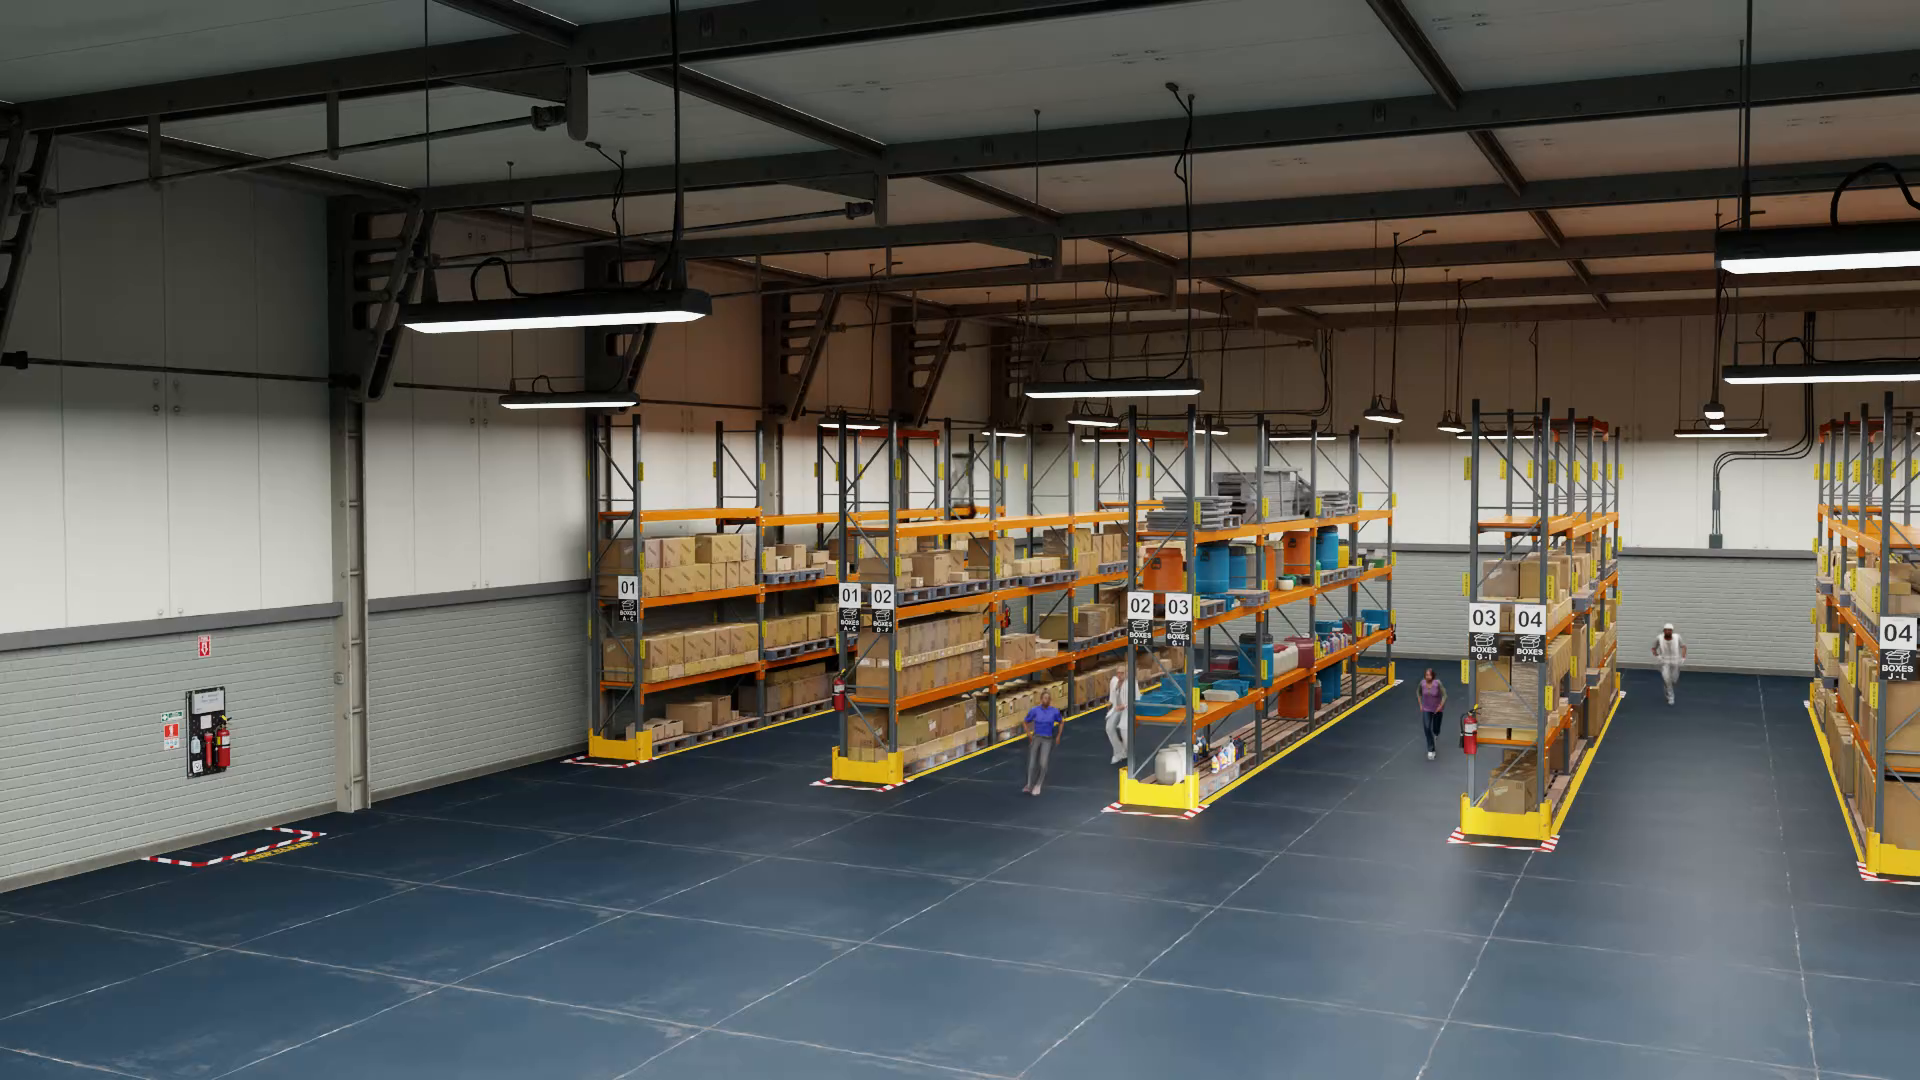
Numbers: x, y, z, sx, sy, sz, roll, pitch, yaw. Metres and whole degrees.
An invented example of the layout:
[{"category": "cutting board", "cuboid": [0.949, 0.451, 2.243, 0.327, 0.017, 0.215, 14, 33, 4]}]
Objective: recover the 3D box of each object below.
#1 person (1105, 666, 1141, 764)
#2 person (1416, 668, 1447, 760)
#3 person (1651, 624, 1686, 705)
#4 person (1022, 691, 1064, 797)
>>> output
[{"category": "person", "cuboid": [2.857, 3.071, 28.656, 0.718, 1.502, 0.887, 2, 3, 34]}, {"category": "person", "cuboid": [8.319, 3.030, 29.329, 0.537, 1.586, 0.909, 1, 3, 22]}, {"category": "person", "cuboid": [15.374, 2.672, 36.105, 0.705, 1.750, 0.794, 1, 2, 13]}, {"category": "person", "cuboid": [1.274, 3.153, 25.684, 0.651, 1.621, 0.615, 0, 2, 4]}]
